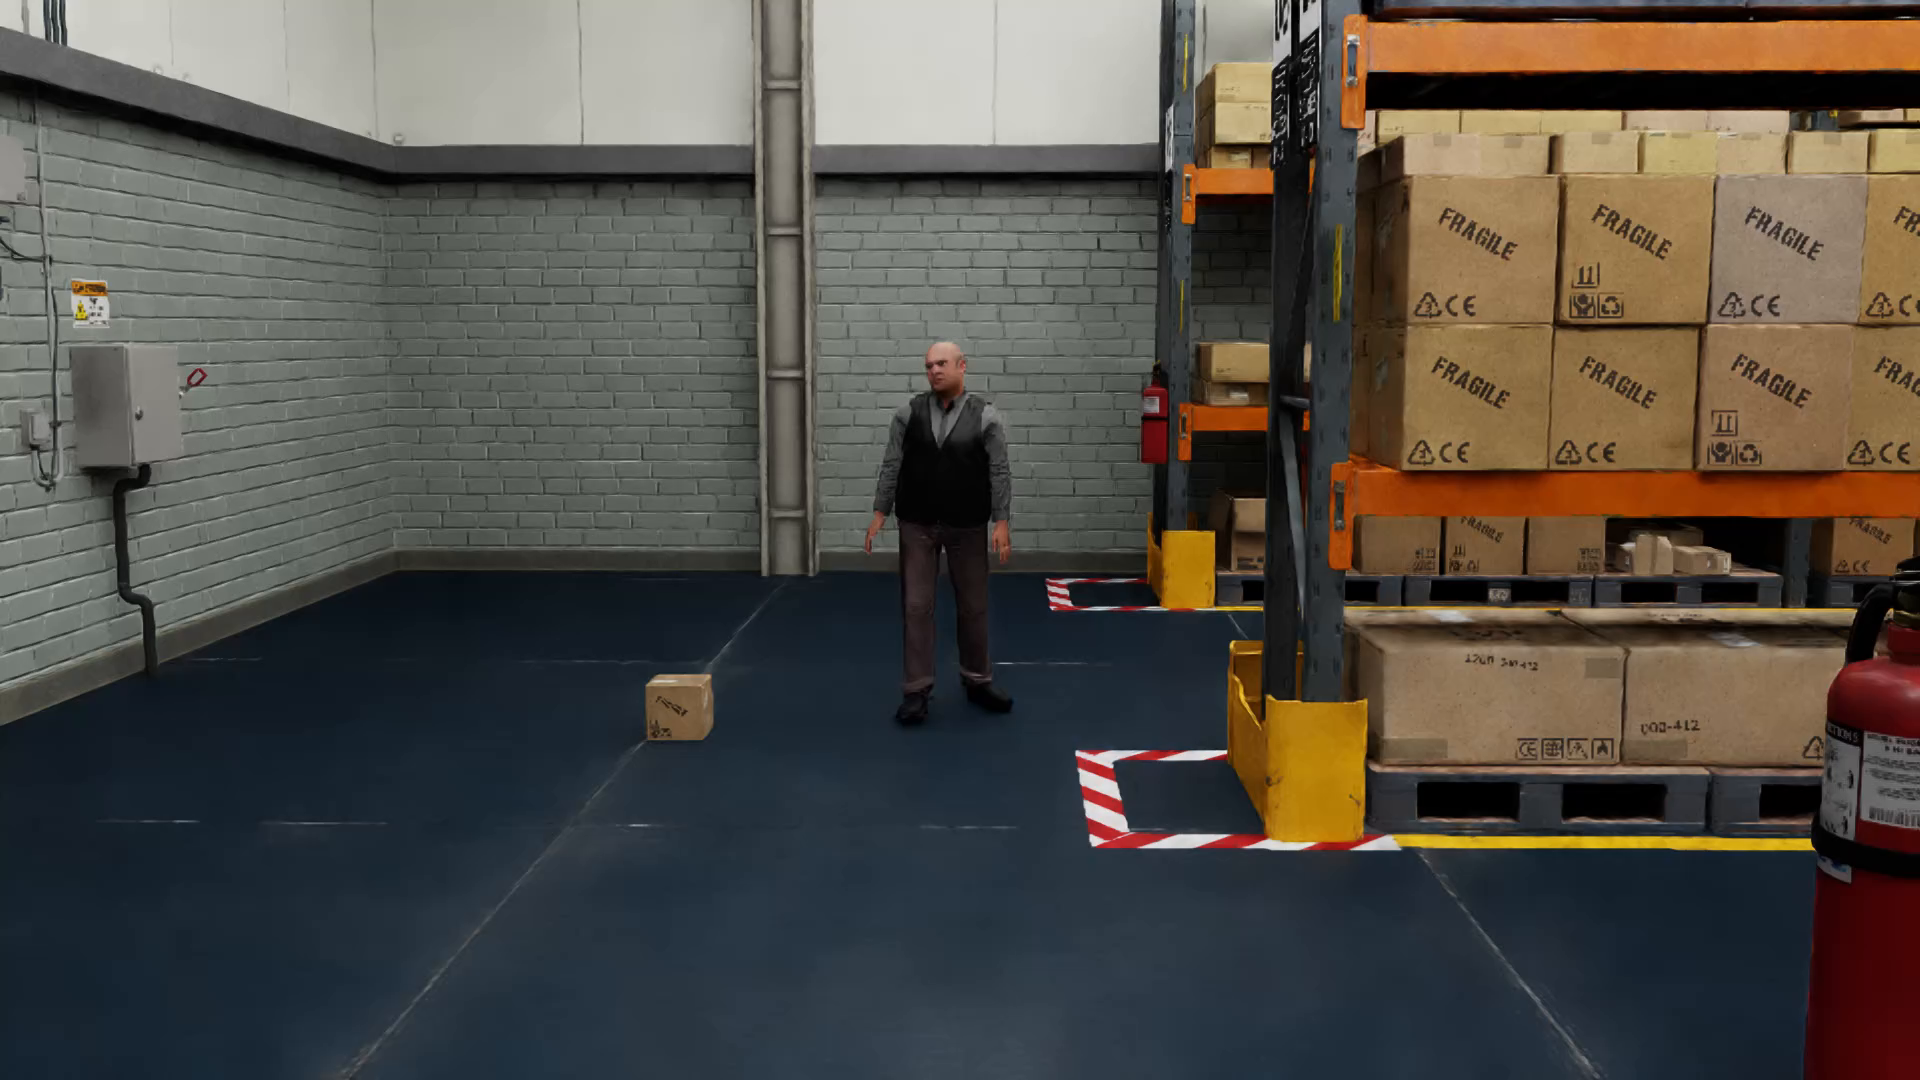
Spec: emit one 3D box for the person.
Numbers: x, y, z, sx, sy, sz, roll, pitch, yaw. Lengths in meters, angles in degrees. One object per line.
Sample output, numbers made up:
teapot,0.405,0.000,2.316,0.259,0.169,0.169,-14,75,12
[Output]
person,-0.095,-0.049,7.665,0.689,1.722,0.577,1,7,5
